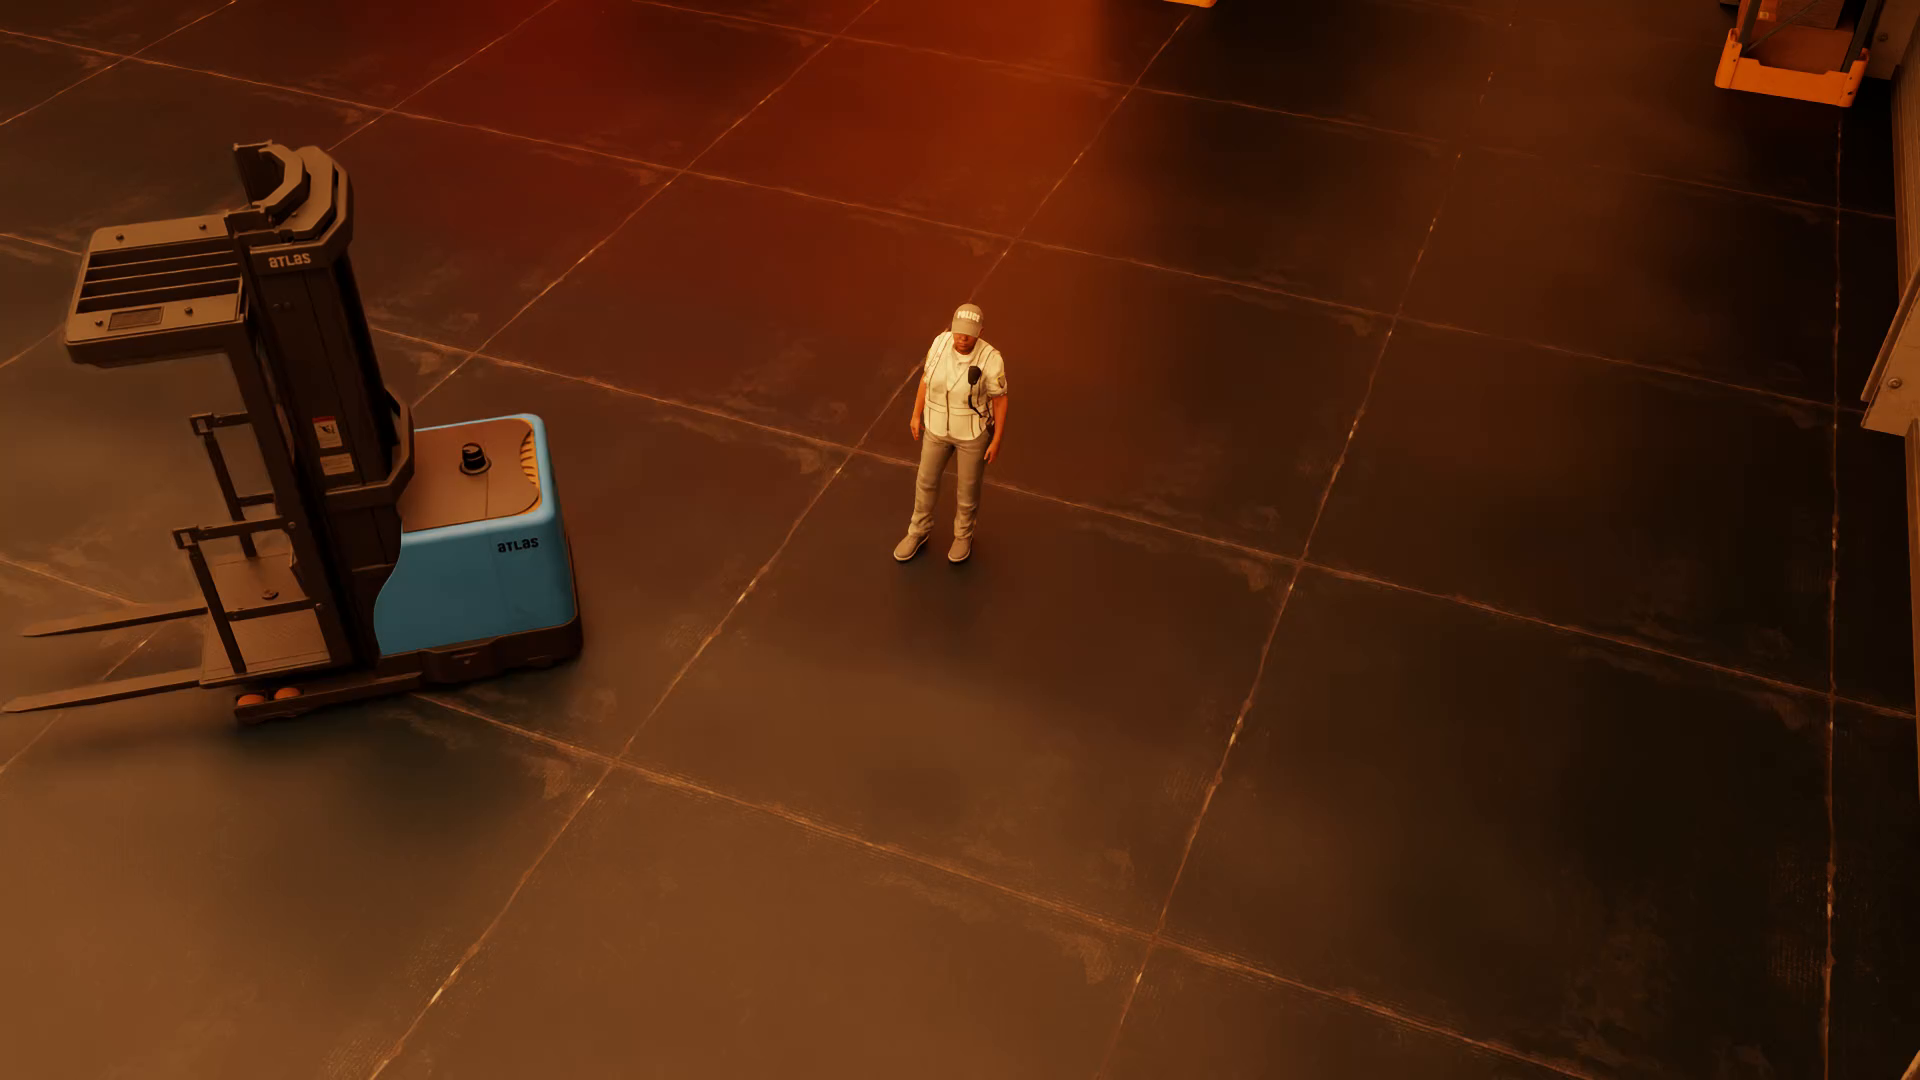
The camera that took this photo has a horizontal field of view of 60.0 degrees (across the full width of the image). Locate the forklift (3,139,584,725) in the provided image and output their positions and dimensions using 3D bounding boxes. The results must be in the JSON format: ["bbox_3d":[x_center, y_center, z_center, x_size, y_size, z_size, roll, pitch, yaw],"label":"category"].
[{"bbox_3d":[-3.716,-0.496,8.599,3.031,2.935,1.130,-10,41,-11],"label":"forklift"}]

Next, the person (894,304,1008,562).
[{"bbox_3d":[-0.051,-0.605,9.703,0.598,1.670,0.529,15,42,17],"label":"person"}]
